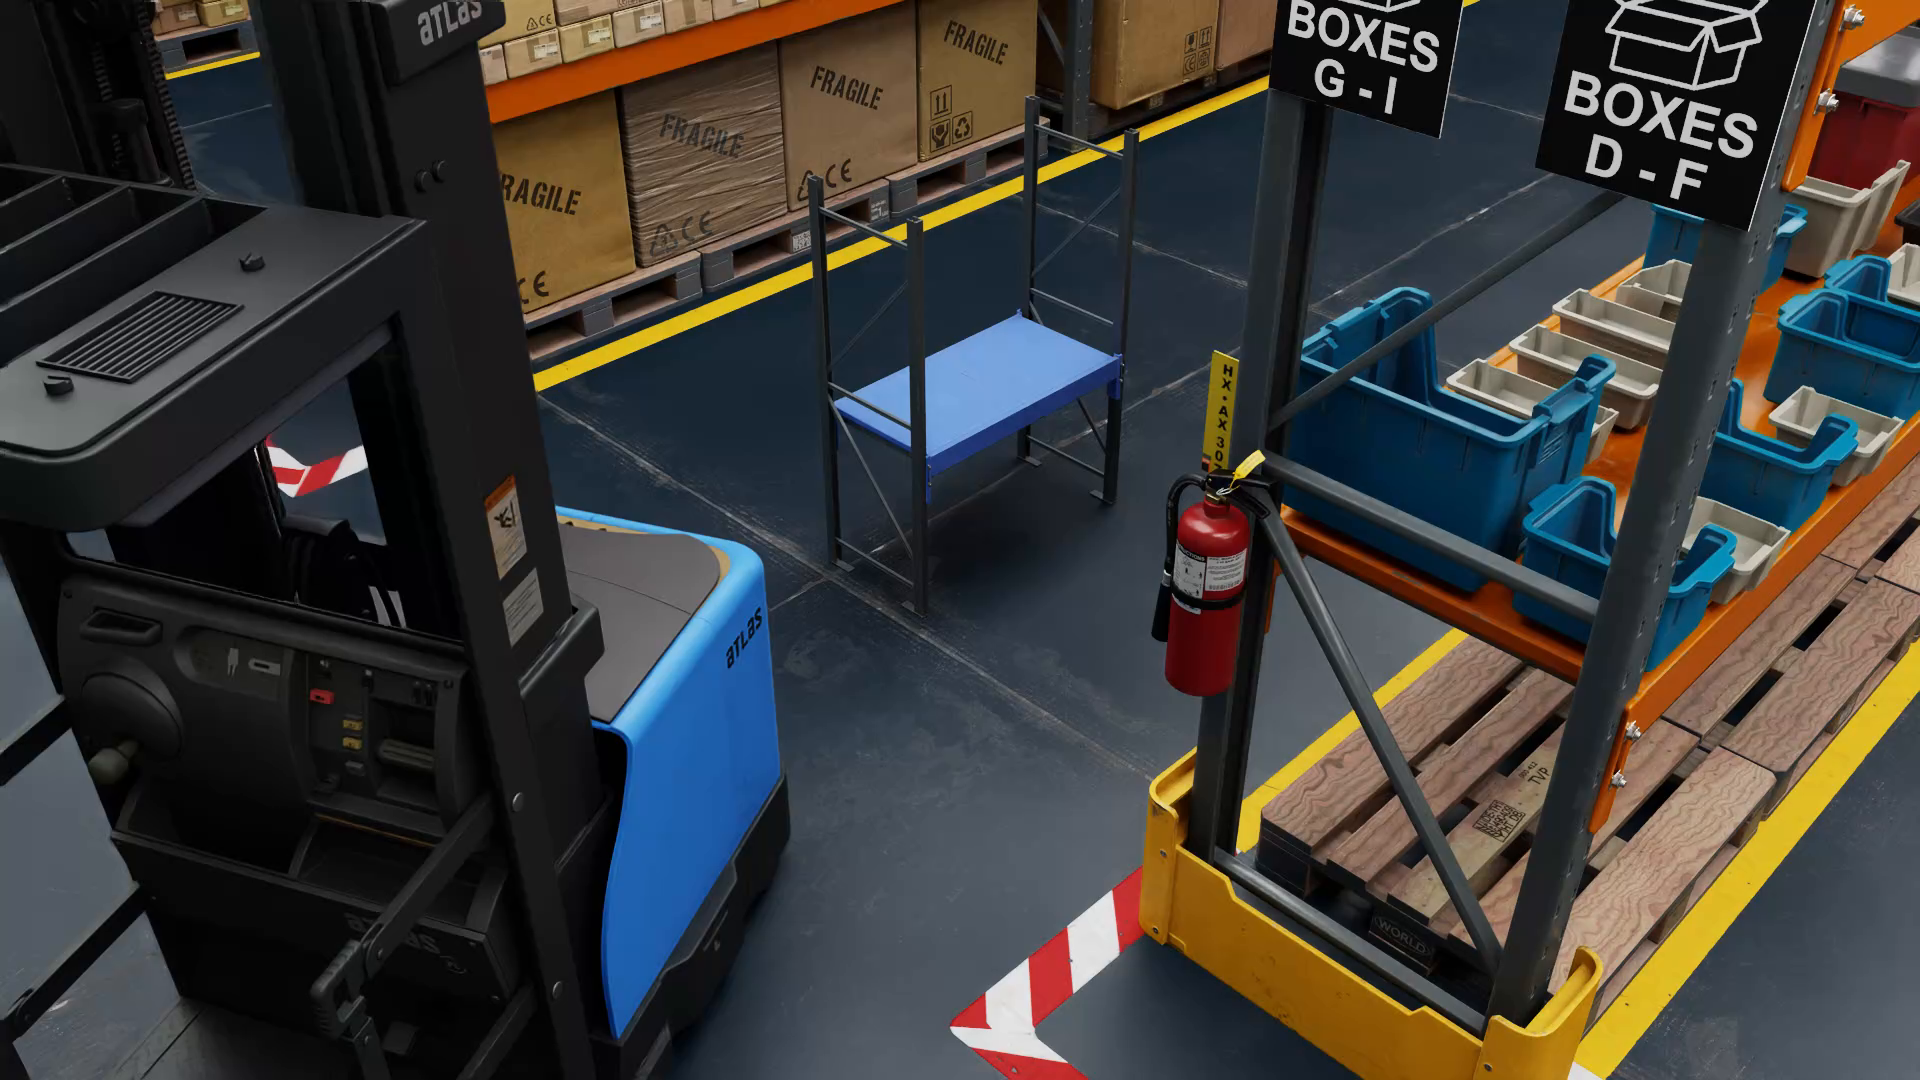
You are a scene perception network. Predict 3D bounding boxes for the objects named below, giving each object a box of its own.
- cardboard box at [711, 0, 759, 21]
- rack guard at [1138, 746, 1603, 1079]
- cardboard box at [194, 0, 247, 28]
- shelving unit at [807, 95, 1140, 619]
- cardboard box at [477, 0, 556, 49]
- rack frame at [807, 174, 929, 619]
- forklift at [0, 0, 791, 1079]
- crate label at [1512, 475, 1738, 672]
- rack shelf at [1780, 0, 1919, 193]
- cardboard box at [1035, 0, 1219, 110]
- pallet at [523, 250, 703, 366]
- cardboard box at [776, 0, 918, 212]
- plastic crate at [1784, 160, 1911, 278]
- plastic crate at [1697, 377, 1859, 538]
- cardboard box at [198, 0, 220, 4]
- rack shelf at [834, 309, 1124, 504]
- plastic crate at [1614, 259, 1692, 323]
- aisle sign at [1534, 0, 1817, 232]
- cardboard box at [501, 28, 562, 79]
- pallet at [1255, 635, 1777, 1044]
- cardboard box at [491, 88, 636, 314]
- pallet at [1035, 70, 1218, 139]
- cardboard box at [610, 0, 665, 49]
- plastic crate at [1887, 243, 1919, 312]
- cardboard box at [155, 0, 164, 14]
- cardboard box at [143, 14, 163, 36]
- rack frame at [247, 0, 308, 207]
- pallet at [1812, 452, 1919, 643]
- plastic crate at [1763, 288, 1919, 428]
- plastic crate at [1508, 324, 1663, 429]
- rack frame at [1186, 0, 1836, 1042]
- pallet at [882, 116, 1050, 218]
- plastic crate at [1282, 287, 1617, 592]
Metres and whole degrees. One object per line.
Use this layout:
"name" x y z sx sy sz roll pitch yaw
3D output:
"cardboard box" -1.106 -2.428 7.330 0.380 0.149 0.250 29 44 35
"rack guard" 1.013 1.039 4.323 1.175 0.500 0.348 30 45 35
"cardboard box" -4.792 -3.427 10.666 0.250 0.149 0.380 -29 44 -35
"shelving unit" 0.060 -0.650 5.871 0.538 1.500 1.048 30 45 35
"cardboard box" -1.965 -2.144 6.573 0.500 0.250 0.500 28 44 34
"rack frame" -0.298 -0.443 5.575 0.500 1.500 0.032 30 45 35
"forklift" -1.450 0.404 3.108 1.130 2.935 3.031 11 36 15
"crate label" 1.428 0.075 3.614 0.416 0.233 0.303 30 45 35
"rack shelf" 2.429 -1.748 4.142 1.077 0.370 4.000 30 45 35
"cardboard box" 0.760 -3.190 9.692 1.225 0.875 0.875 30 45 35
"pallet" -1.987 -1.210 7.800 1.003 0.211 1.213 30 45 35
"cardboard box" -0.832 -2.321 8.446 0.875 0.875 0.875 30 45 35
"plastic crate" 2.632 -1.055 5.192 0.437 0.282 0.530 30 45 35
"plastic crate" 1.892 -0.192 3.997 0.416 0.233 0.300 30 45 35
"cardboard box" -4.791 -3.556 10.591 0.250 0.149 0.380 -28 44 -34
"rack shelf" 0.060 -0.502 5.974 0.538 0.185 1.000 30 45 35
"plastic crate" 2.055 -0.684 4.787 0.298 0.136 0.250 30 45 35
"aisle sign" 1.180 -0.919 2.672 0.394 0.787 0.004 30 45 35
"cardboard box" -1.830 -2.010 6.730 0.380 0.149 0.250 29 44 35
"pallet" 1.629 0.823 4.885 1.003 0.211 1.213 30 45 35
"cardboard box" -2.100 -1.590 7.398 0.875 0.875 0.875 30 45 35
"pallet" 0.814 -2.821 10.111 1.003 0.211 1.213 30 45 35
"cardboard box" -1.467 -2.221 7.032 0.380 0.149 0.250 29 44 35
"plastic crate" 2.825 -0.713 4.829 0.293 0.136 0.466 30 45 35
"cardboard box" -5.159 -3.360 10.311 0.380 0.149 0.250 29 44 35
"cardboard box" -5.221 -3.263 10.432 0.380 0.149 0.250 29 44 35
"rack frame" -2.495 -1.998 6.492 1.000 3.000 0.127 30 45 35
"pallet" 3.348 -0.167 6.305 1.003 0.211 1.213 30 45 35
"plastic crate" 2.356 -0.459 4.380 0.416 0.233 0.300 30 45 35
"plastic crate" 1.681 -0.434 4.428 0.396 0.136 0.243 30 45 35
"rack frame" 1.020 -0.001 3.630 1.000 3.000 0.127 30 45 35
"pallet" -0.268 -2.200 9.221 1.003 0.211 1.213 30 45 35
"plastic crate" 1.124 -0.252 3.905 0.616 0.435 0.499 30 45 35
